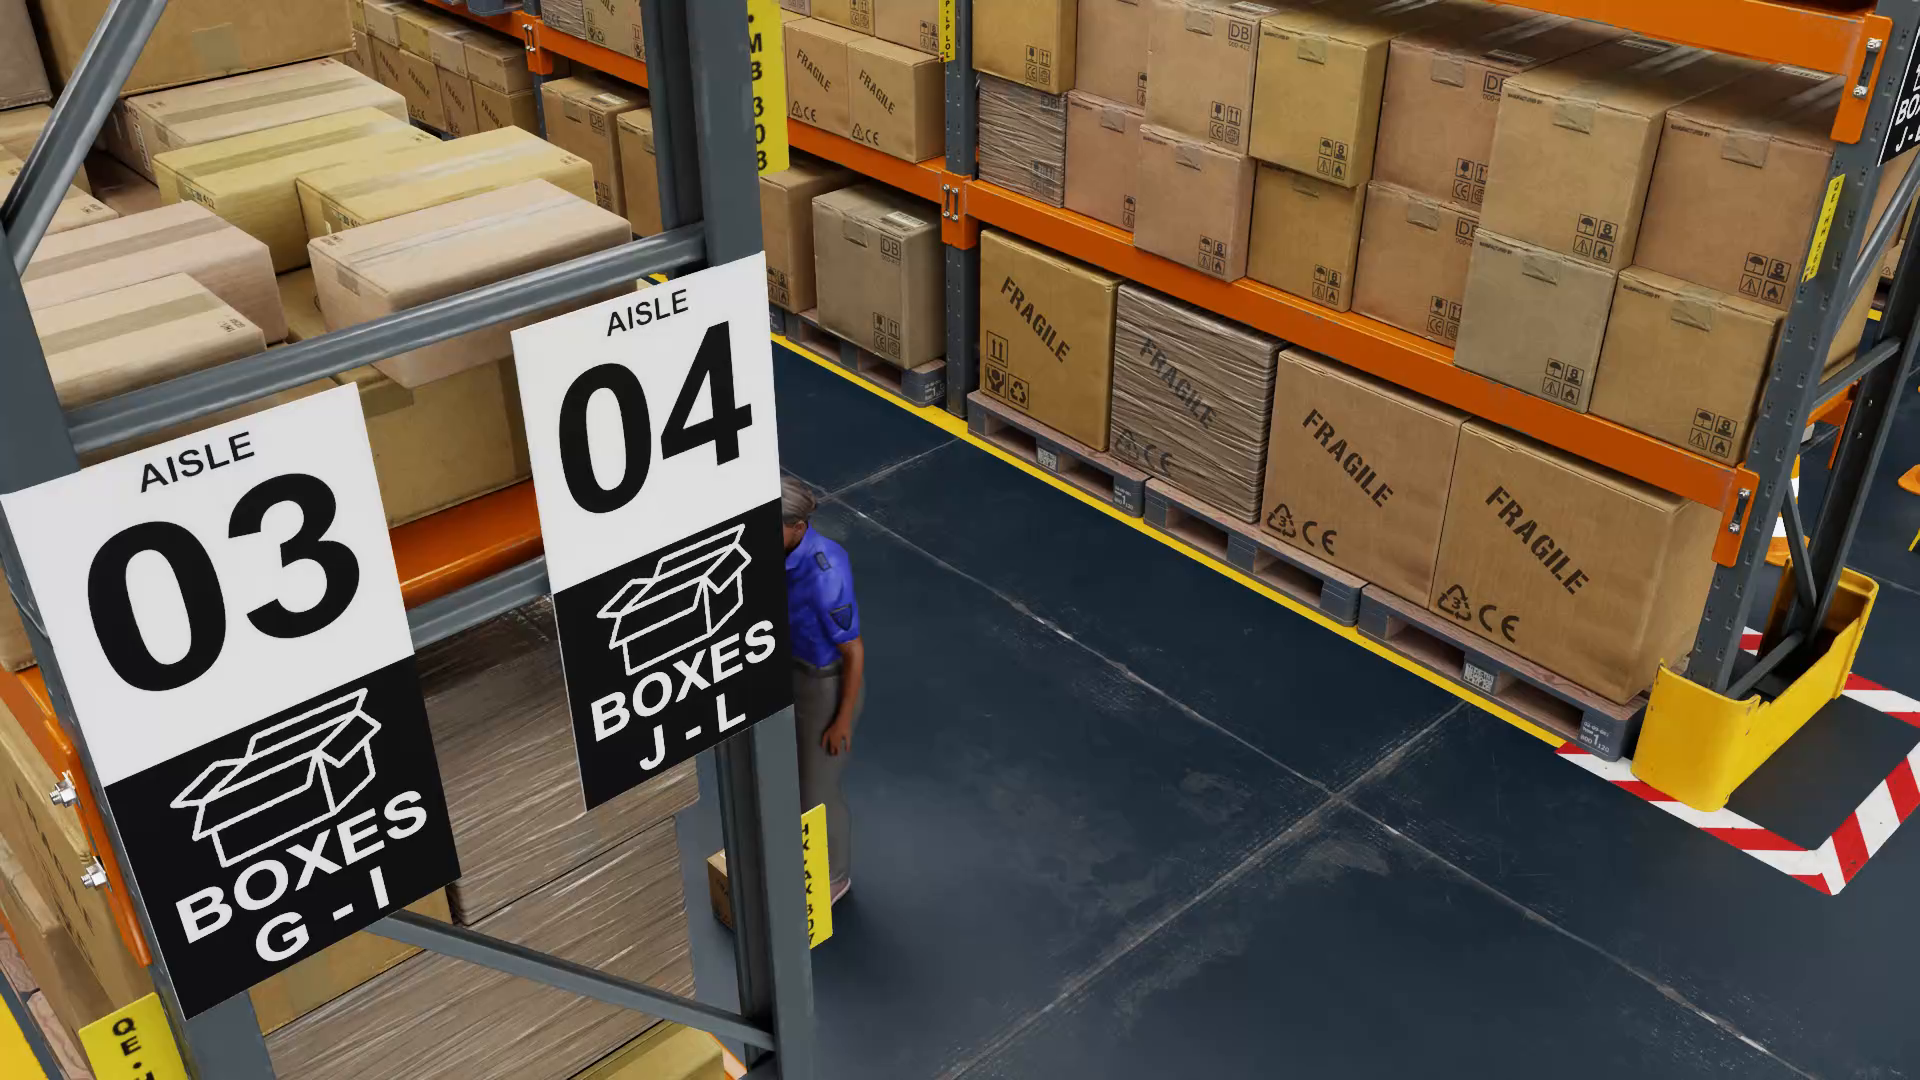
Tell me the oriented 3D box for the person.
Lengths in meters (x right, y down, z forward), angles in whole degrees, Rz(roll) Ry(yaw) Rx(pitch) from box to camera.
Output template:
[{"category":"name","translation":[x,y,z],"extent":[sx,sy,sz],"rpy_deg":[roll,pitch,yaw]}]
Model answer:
[{"category":"person","translation":[-0.501,0.455,5.346],"extent":[0.349,1.585,0.492],"rpy_deg":[-26,40,-35]}]
